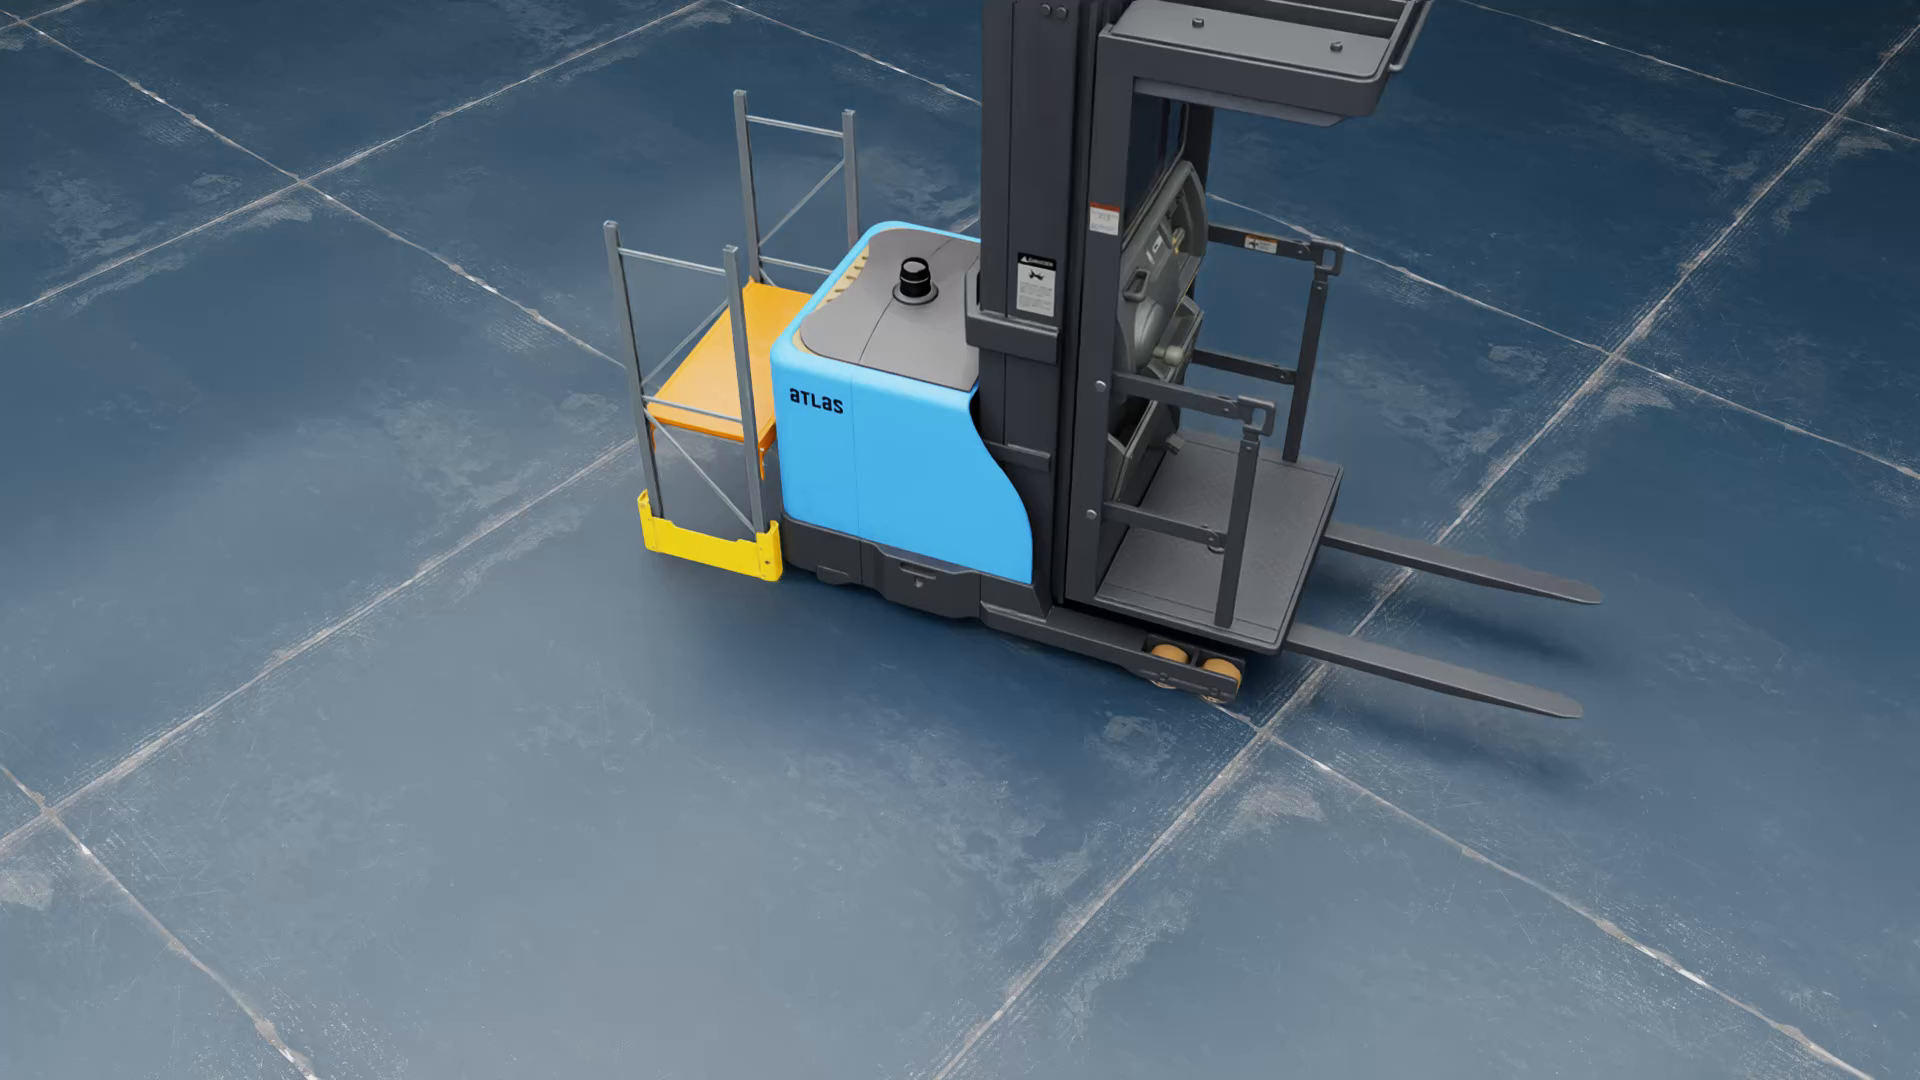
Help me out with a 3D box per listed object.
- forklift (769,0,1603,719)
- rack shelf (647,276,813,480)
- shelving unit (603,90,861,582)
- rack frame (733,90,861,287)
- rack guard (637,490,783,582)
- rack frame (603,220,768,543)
[{"bbox_3d":[0.871,-0.894,5.555,3.031,2.935,1.130,15,44,16],"label":"forklift"},{"bbox_3d":[-0.812,-0.668,6.637,0.538,0.185,1.000,14,44,15],"label":"rack shelf"},{"bbox_3d":[-0.816,-0.795,6.509,0.587,1.500,1.083,14,44,15],"label":"shelving unit"},{"bbox_3d":[-0.637,-1.122,6.869,0.500,1.500,0.032,14,44,15],"label":"rack frame"},{"bbox_3d":[-0.987,-0.018,6.584,0.587,0.250,0.087,14,44,15],"label":"rack guard"},{"bbox_3d":[-0.988,-0.480,6.163,0.500,1.500,0.032,14,44,15],"label":"rack frame"}]
